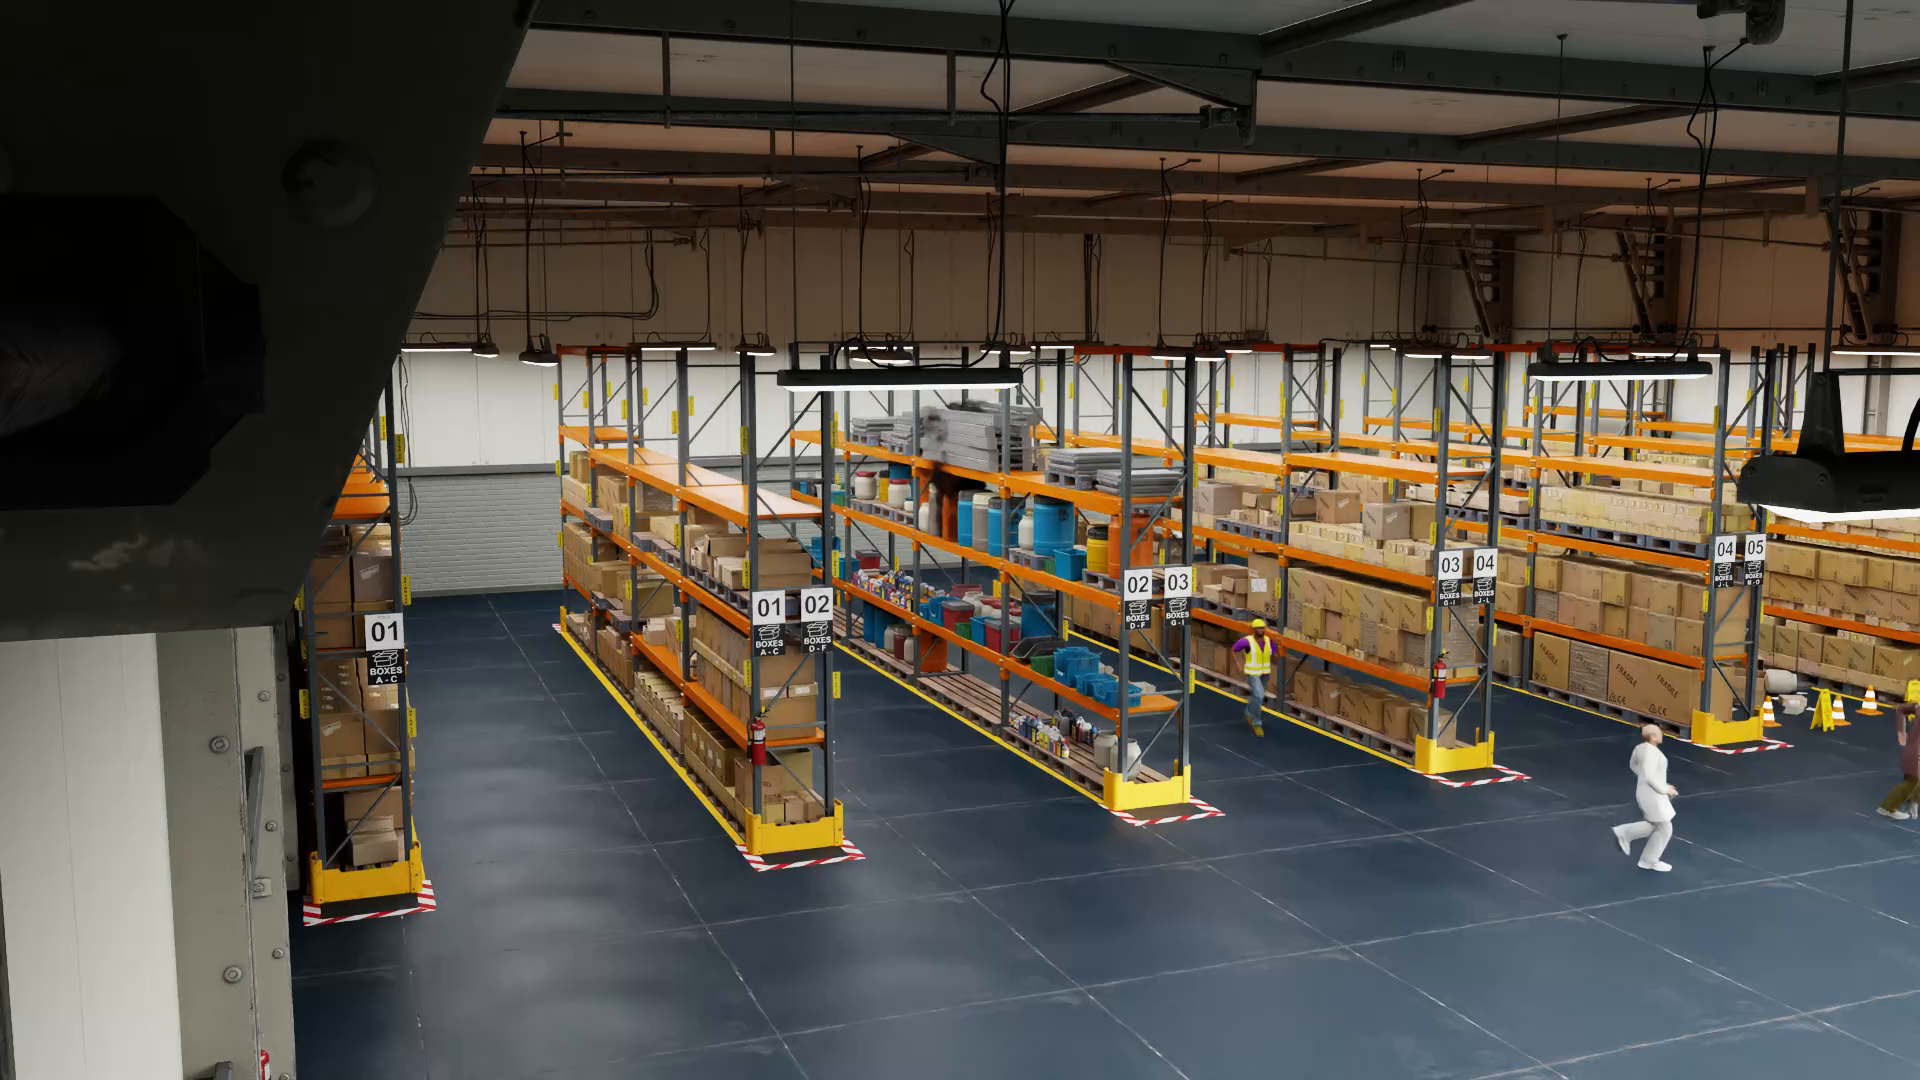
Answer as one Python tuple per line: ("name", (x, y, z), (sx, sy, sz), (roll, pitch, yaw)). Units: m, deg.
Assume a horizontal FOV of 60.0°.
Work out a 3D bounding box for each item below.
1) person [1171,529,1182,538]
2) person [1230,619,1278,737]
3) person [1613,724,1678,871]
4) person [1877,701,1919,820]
("person", (5.365, 0.288, 41.442), (0.736, 1.648, 0.778), (-4, 8, -29))
("person", (4.669, 2.140, 26.138), (0.674, 1.828, 0.782), (-3, 8, -25))
("person", (8.042, 3.015, 19.486), (0.652, 1.739, 0.712), (1, 7, 8))
("person", (12.297, 2.757, 21.296), (0.895, 1.727, 0.673), (3, 8, 21))
